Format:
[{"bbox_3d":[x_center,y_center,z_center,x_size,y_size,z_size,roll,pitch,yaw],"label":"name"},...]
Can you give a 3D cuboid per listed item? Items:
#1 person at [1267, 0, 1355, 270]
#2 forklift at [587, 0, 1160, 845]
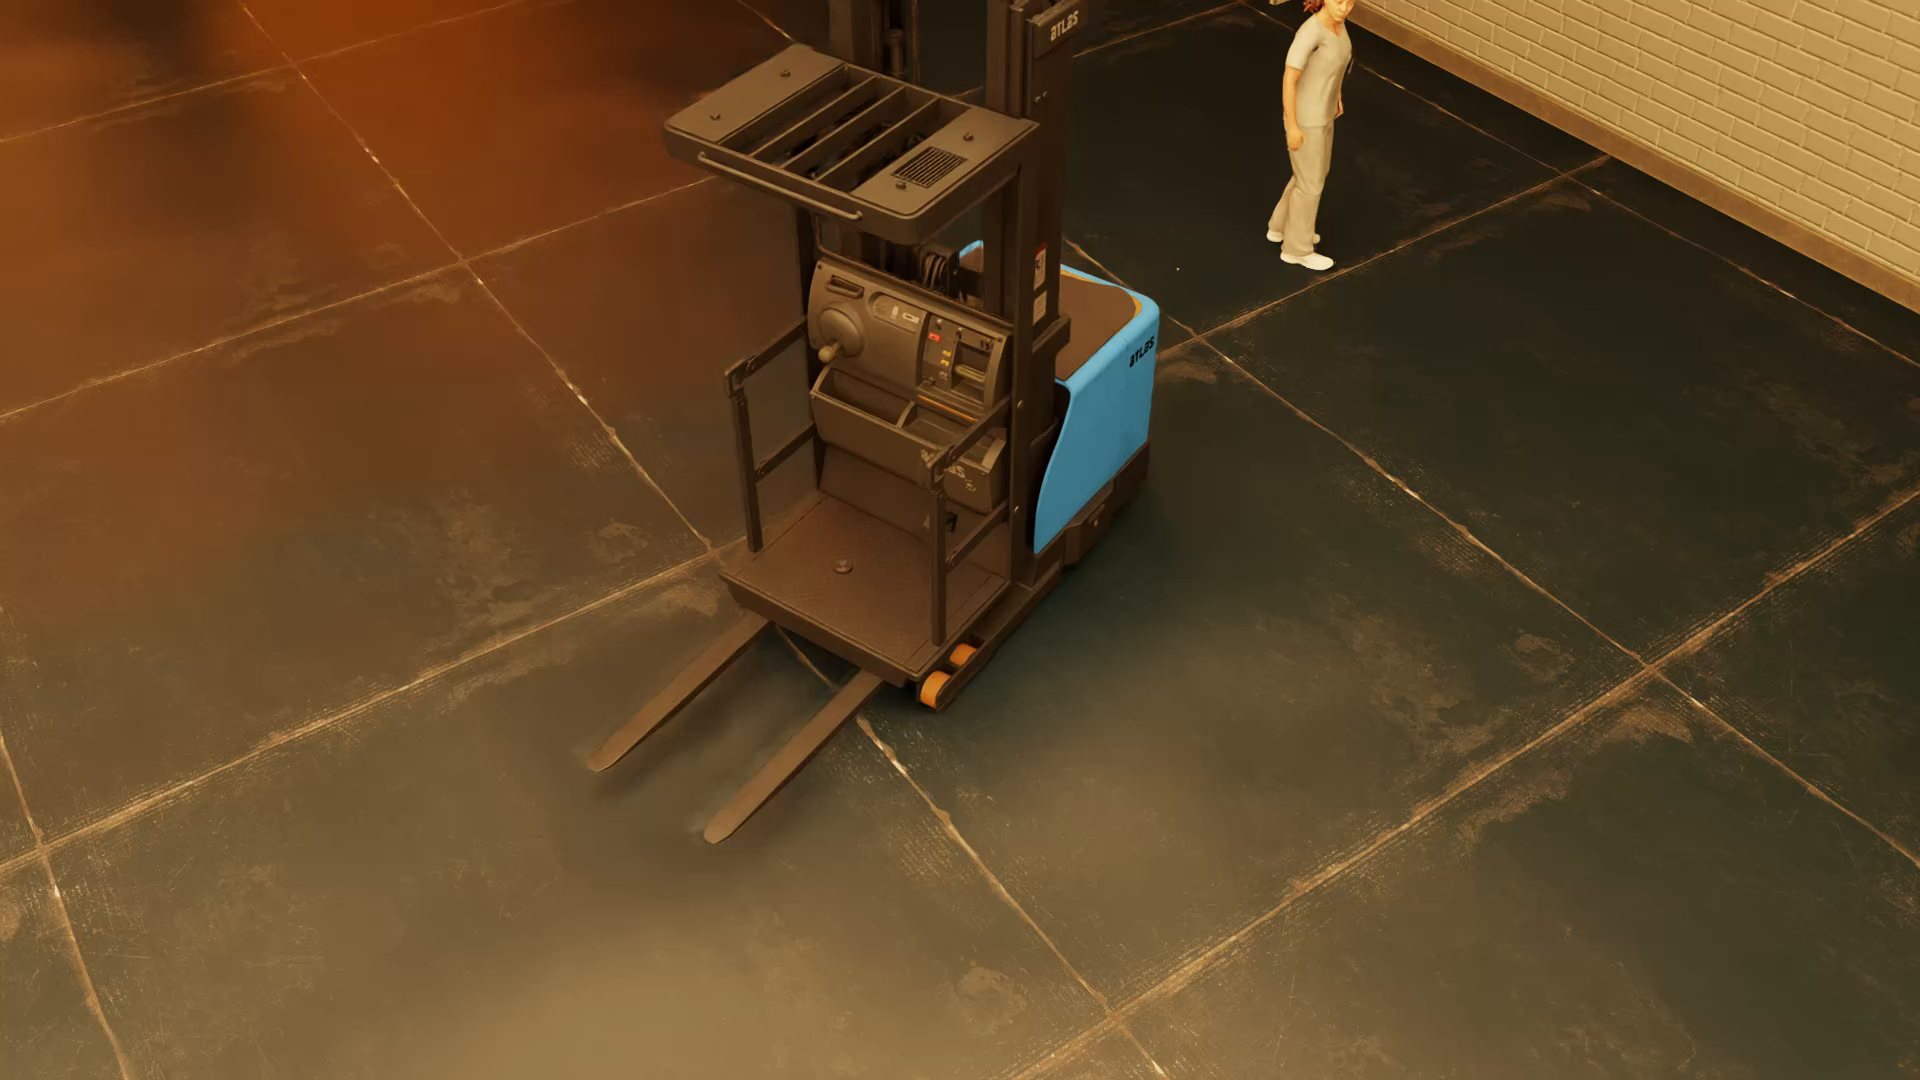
[{"bbox_3d":[1.995,-2.310,9.158,0.457,1.664,0.621,20,46,20],"label":"person"},{"bbox_3d":[-0.341,-0.730,6.508,1.130,2.935,3.031,25,48,25],"label":"forklift"}]
